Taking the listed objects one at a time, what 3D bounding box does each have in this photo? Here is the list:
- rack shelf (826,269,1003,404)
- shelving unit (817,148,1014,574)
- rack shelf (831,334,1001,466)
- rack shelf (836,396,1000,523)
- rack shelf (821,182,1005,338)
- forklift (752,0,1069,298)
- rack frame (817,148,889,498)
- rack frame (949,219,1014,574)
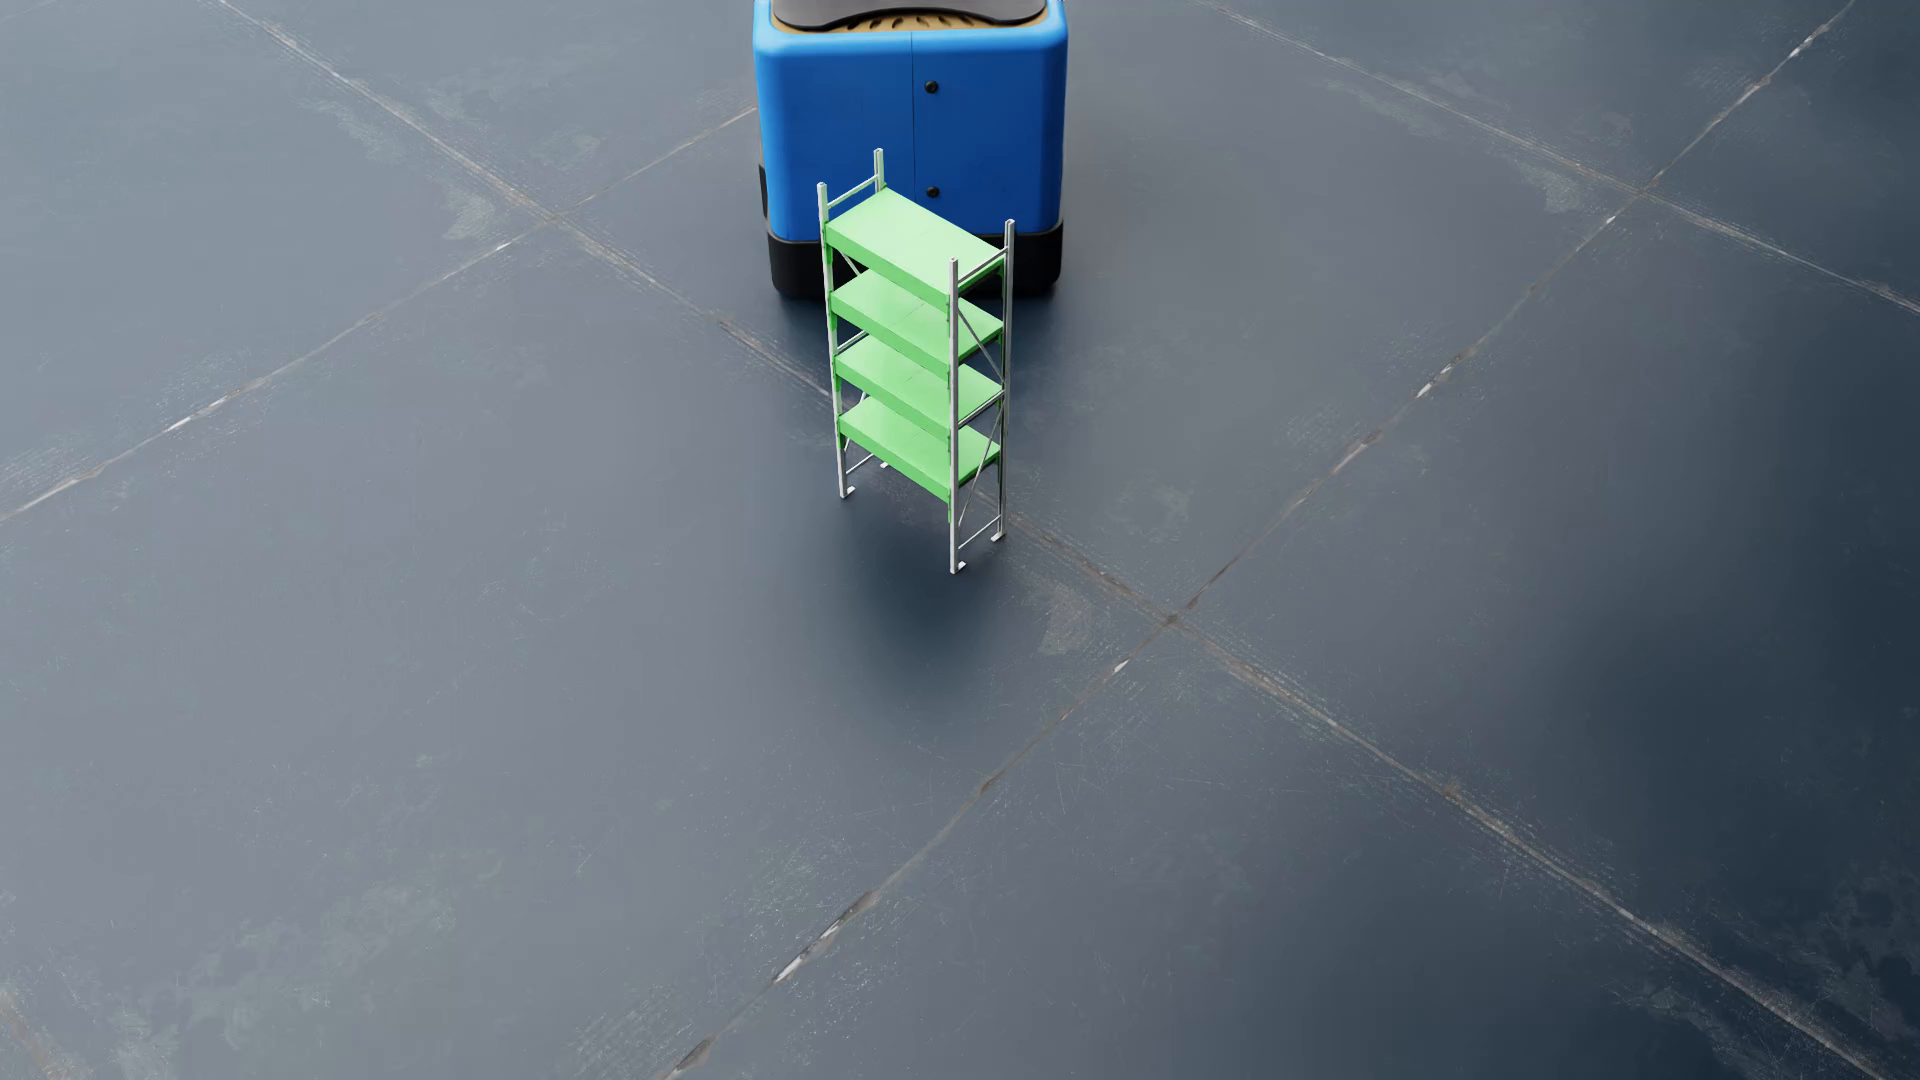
[{"bbox_3d":[-0.122,-0.613,4.761,0.480,0.148,0.258,34,55,28],"label":"rack shelf"},{"bbox_3d":[-0.122,-0.493,4.889,0.503,1.200,0.258,34,55,28],"label":"shelving unit"},{"bbox_3d":[-0.122,-0.449,4.936,0.480,0.148,0.258,34,55,28],"label":"rack shelf"},{"bbox_3d":[-0.122,-0.285,5.111,0.480,0.148,0.258,34,55,28],"label":"rack shelf"},{"bbox_3d":[-0.122,-0.777,4.586,0.480,0.148,0.258,34,55,28],"label":"rack shelf"},{"bbox_3d":[-0.241,-2.944,6.003,1.130,2.935,3.031,-3,47,-2],"label":"forklift"},{"bbox_3d":[-0.301,-0.613,5.003,0.015,1.200,0.240,34,55,28],"label":"rack frame"},{"bbox_3d":[0.058,-0.372,4.776,0.015,1.200,0.240,34,55,28],"label":"rack frame"}]
